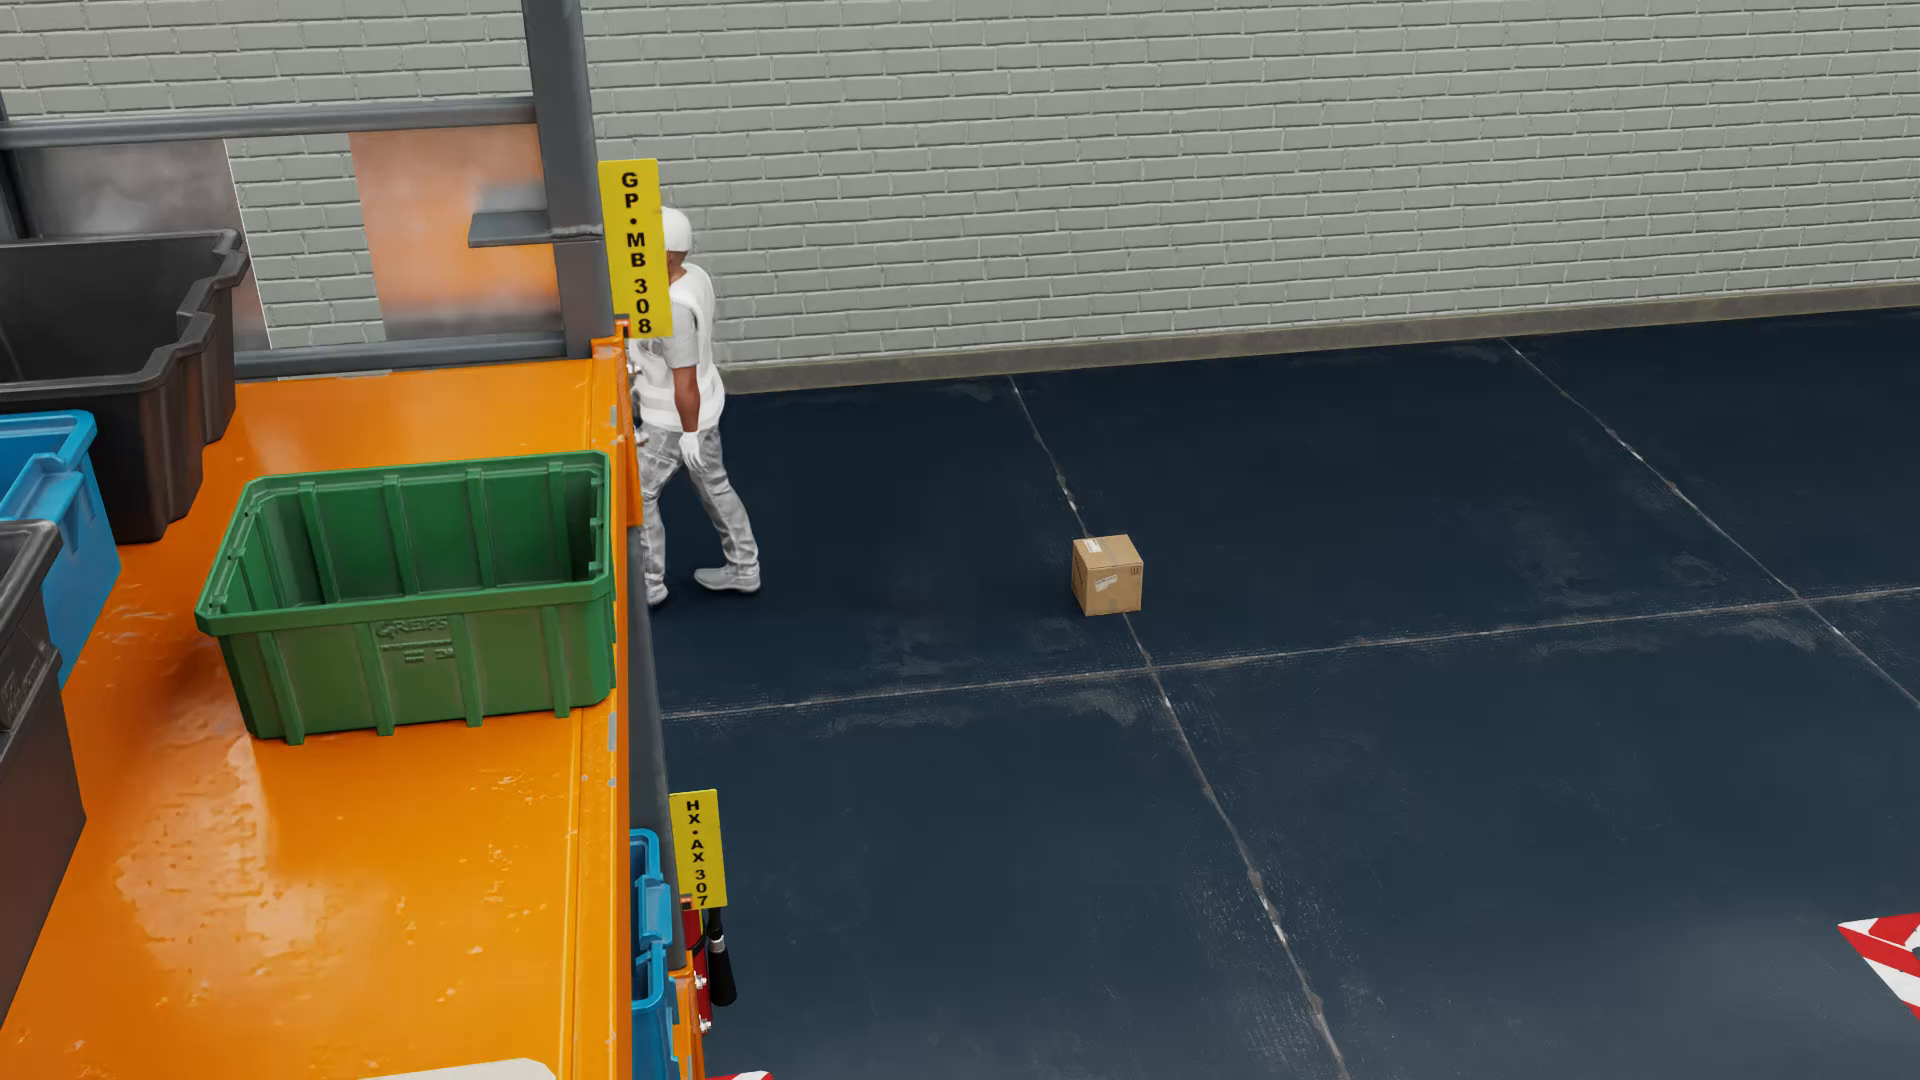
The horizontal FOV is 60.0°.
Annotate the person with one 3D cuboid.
[{"bbox_3d":[-1.224,-0.512,7.000,0.666,1.835,0.565,2,30,4],"label":"person"}]
